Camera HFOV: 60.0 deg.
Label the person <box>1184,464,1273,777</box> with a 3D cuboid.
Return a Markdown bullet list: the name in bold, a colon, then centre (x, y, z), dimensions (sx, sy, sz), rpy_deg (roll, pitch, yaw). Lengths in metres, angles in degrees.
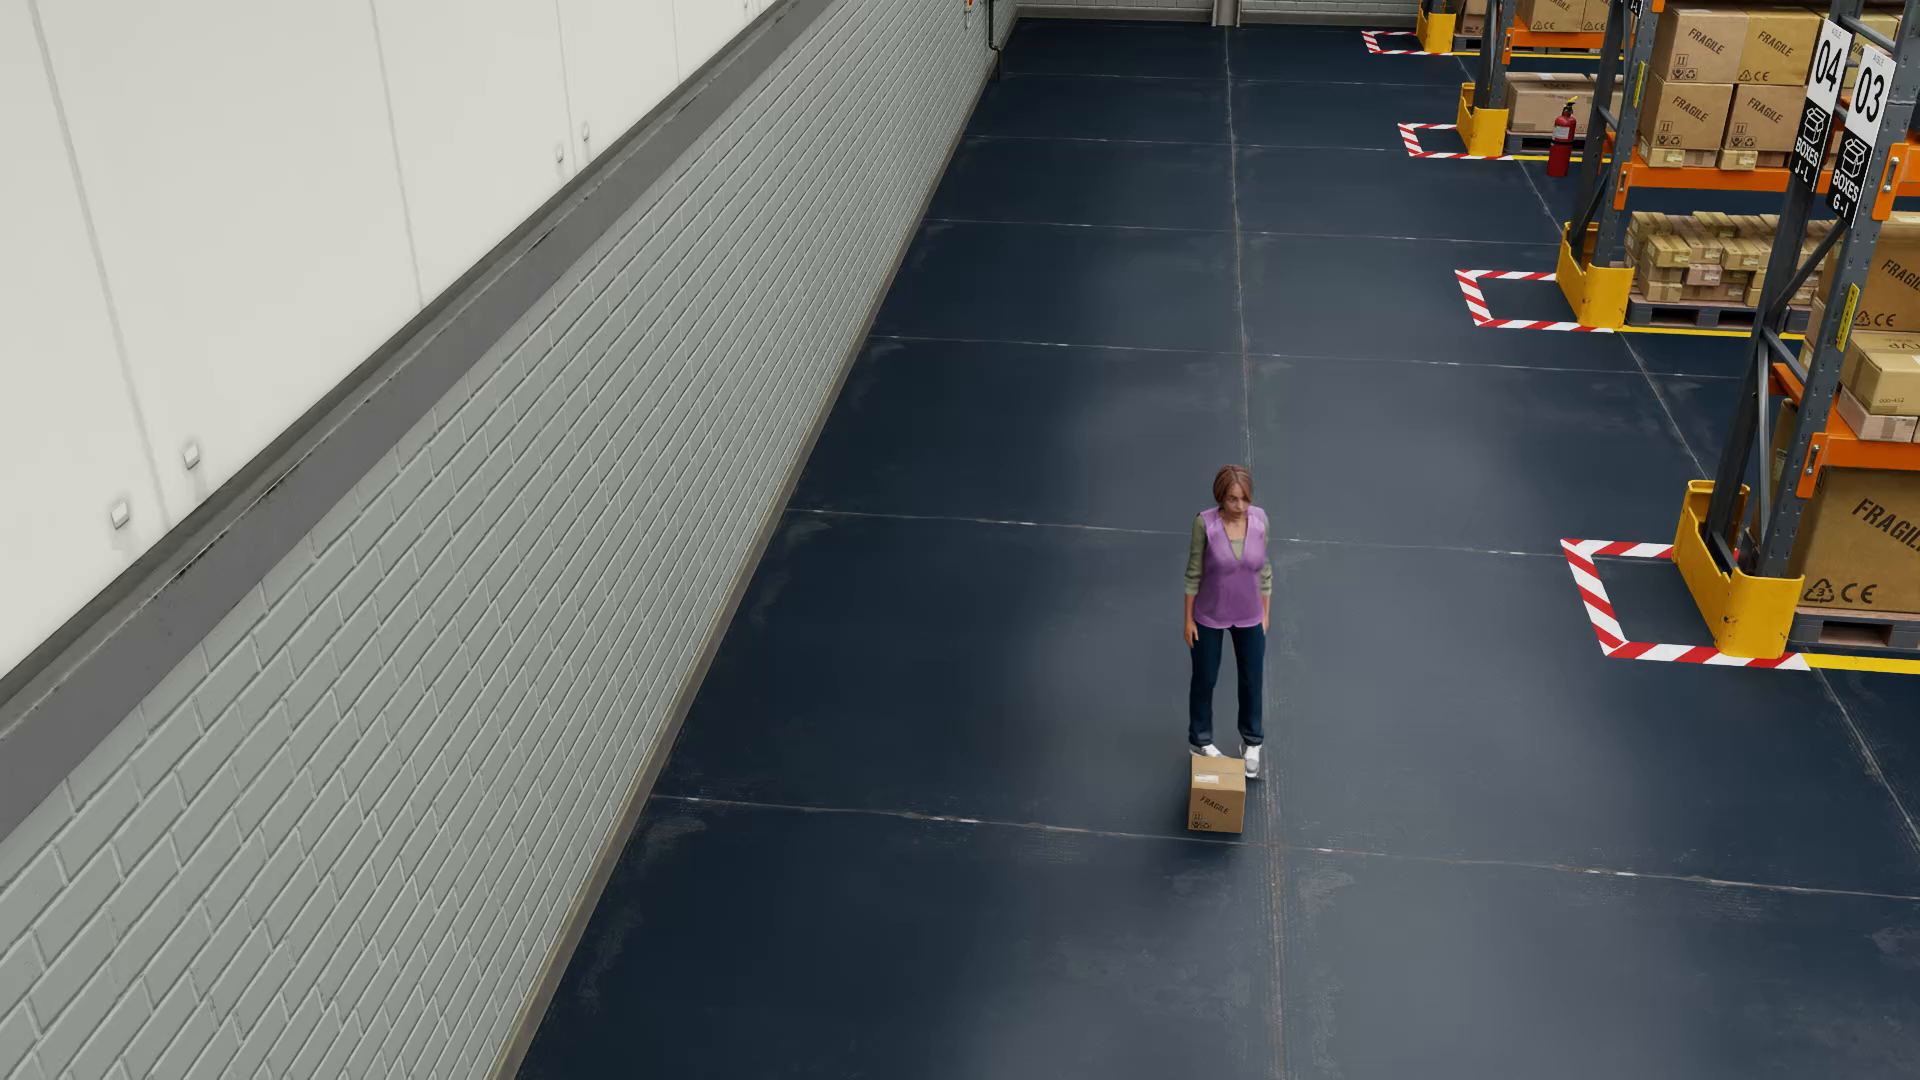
- **person**: centre (1.279, 0.390, 7.906), dimensions (0.439, 1.610, 0.373), rpy_deg (-2, 29, -5)
